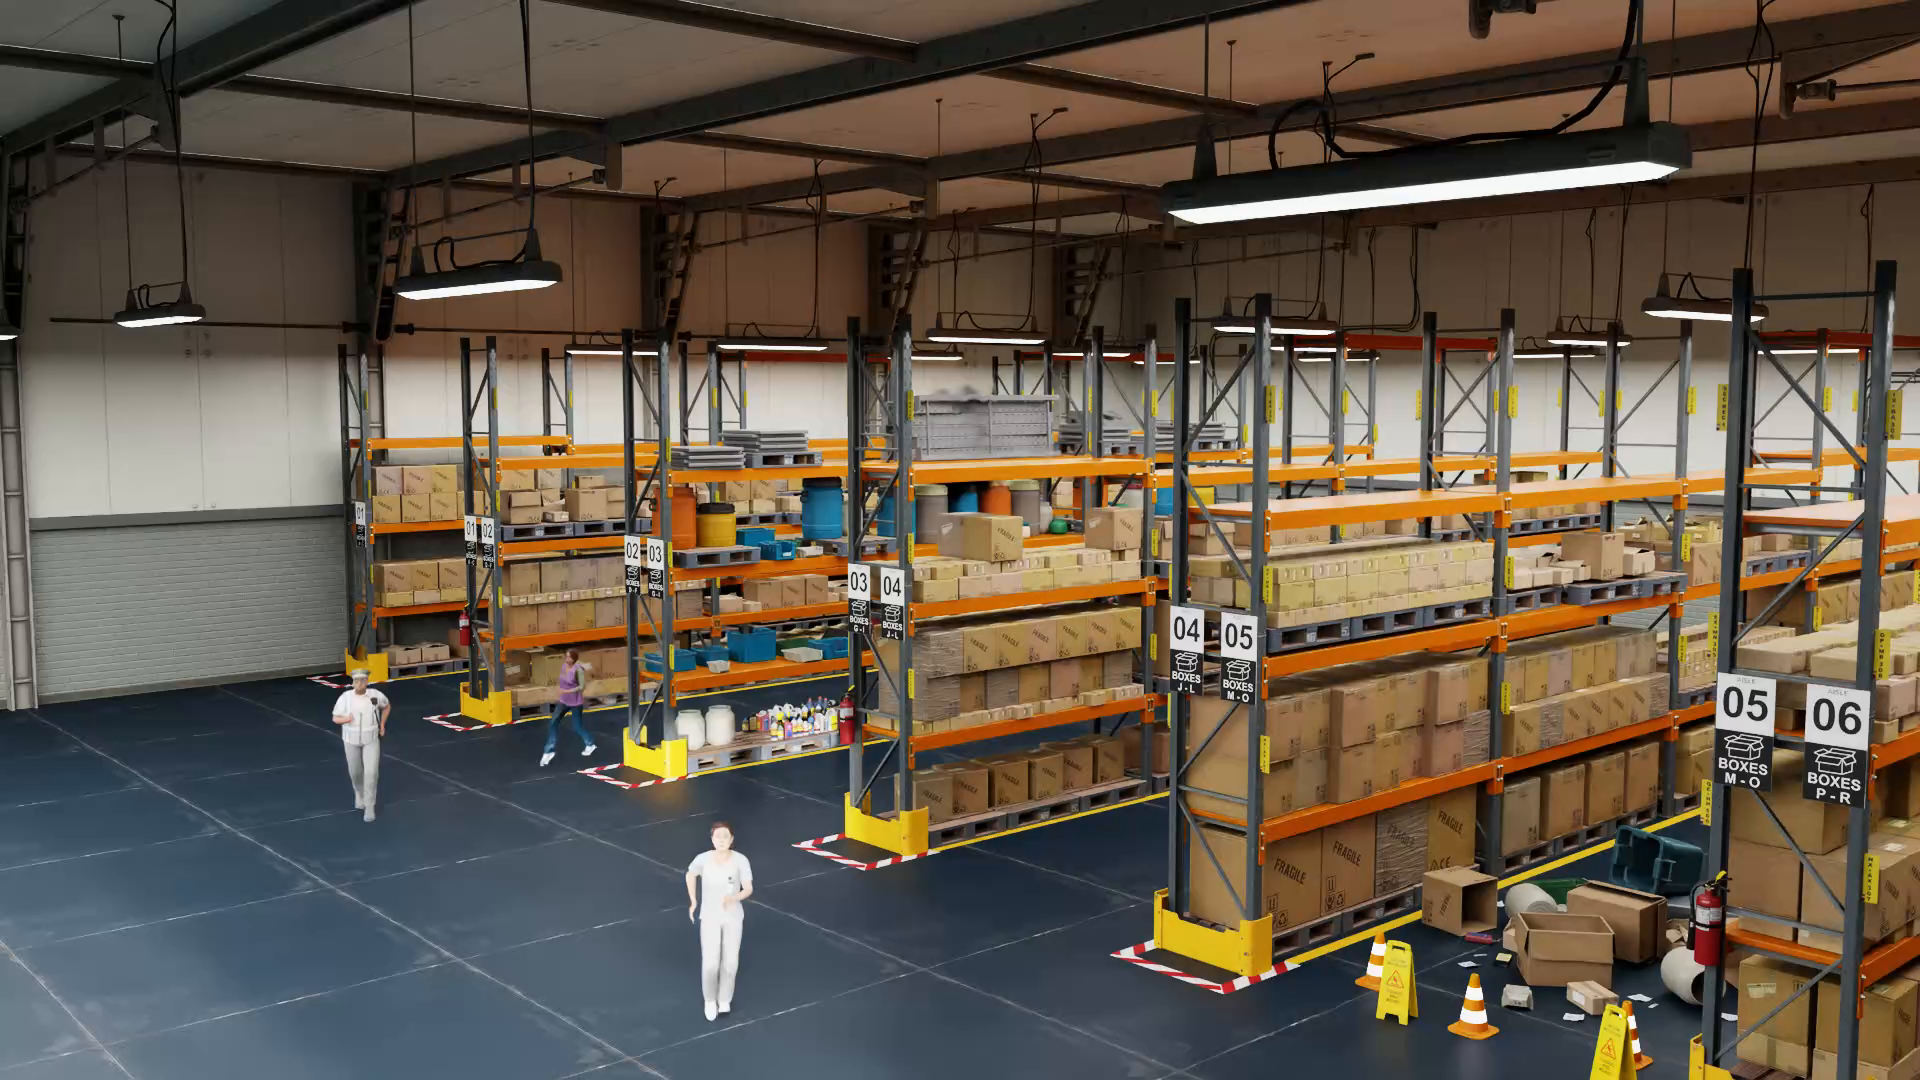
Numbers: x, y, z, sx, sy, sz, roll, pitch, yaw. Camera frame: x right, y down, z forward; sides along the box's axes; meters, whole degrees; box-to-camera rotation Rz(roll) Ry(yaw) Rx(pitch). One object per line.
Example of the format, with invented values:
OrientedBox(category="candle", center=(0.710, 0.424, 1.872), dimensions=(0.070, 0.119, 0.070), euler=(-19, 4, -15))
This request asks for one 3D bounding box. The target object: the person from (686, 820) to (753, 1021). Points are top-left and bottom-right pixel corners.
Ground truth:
OrientedBox(category="person", center=(-1.958, 3.116, 13.581), dimensions=(0.538, 1.634, 0.653), euler=(-1, 5, -10))

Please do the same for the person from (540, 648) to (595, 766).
OrientedBox(category="person", center=(-5.409, 2.297, 23.142), dimensions=(0.538, 1.612, 0.830), euler=(3, 6, 30))

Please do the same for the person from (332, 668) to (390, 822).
OrientedBox(category="person", center=(-7.271, 2.445, 20.205), dimensions=(0.652, 1.800, 0.894), euler=(-1, 5, -15))
